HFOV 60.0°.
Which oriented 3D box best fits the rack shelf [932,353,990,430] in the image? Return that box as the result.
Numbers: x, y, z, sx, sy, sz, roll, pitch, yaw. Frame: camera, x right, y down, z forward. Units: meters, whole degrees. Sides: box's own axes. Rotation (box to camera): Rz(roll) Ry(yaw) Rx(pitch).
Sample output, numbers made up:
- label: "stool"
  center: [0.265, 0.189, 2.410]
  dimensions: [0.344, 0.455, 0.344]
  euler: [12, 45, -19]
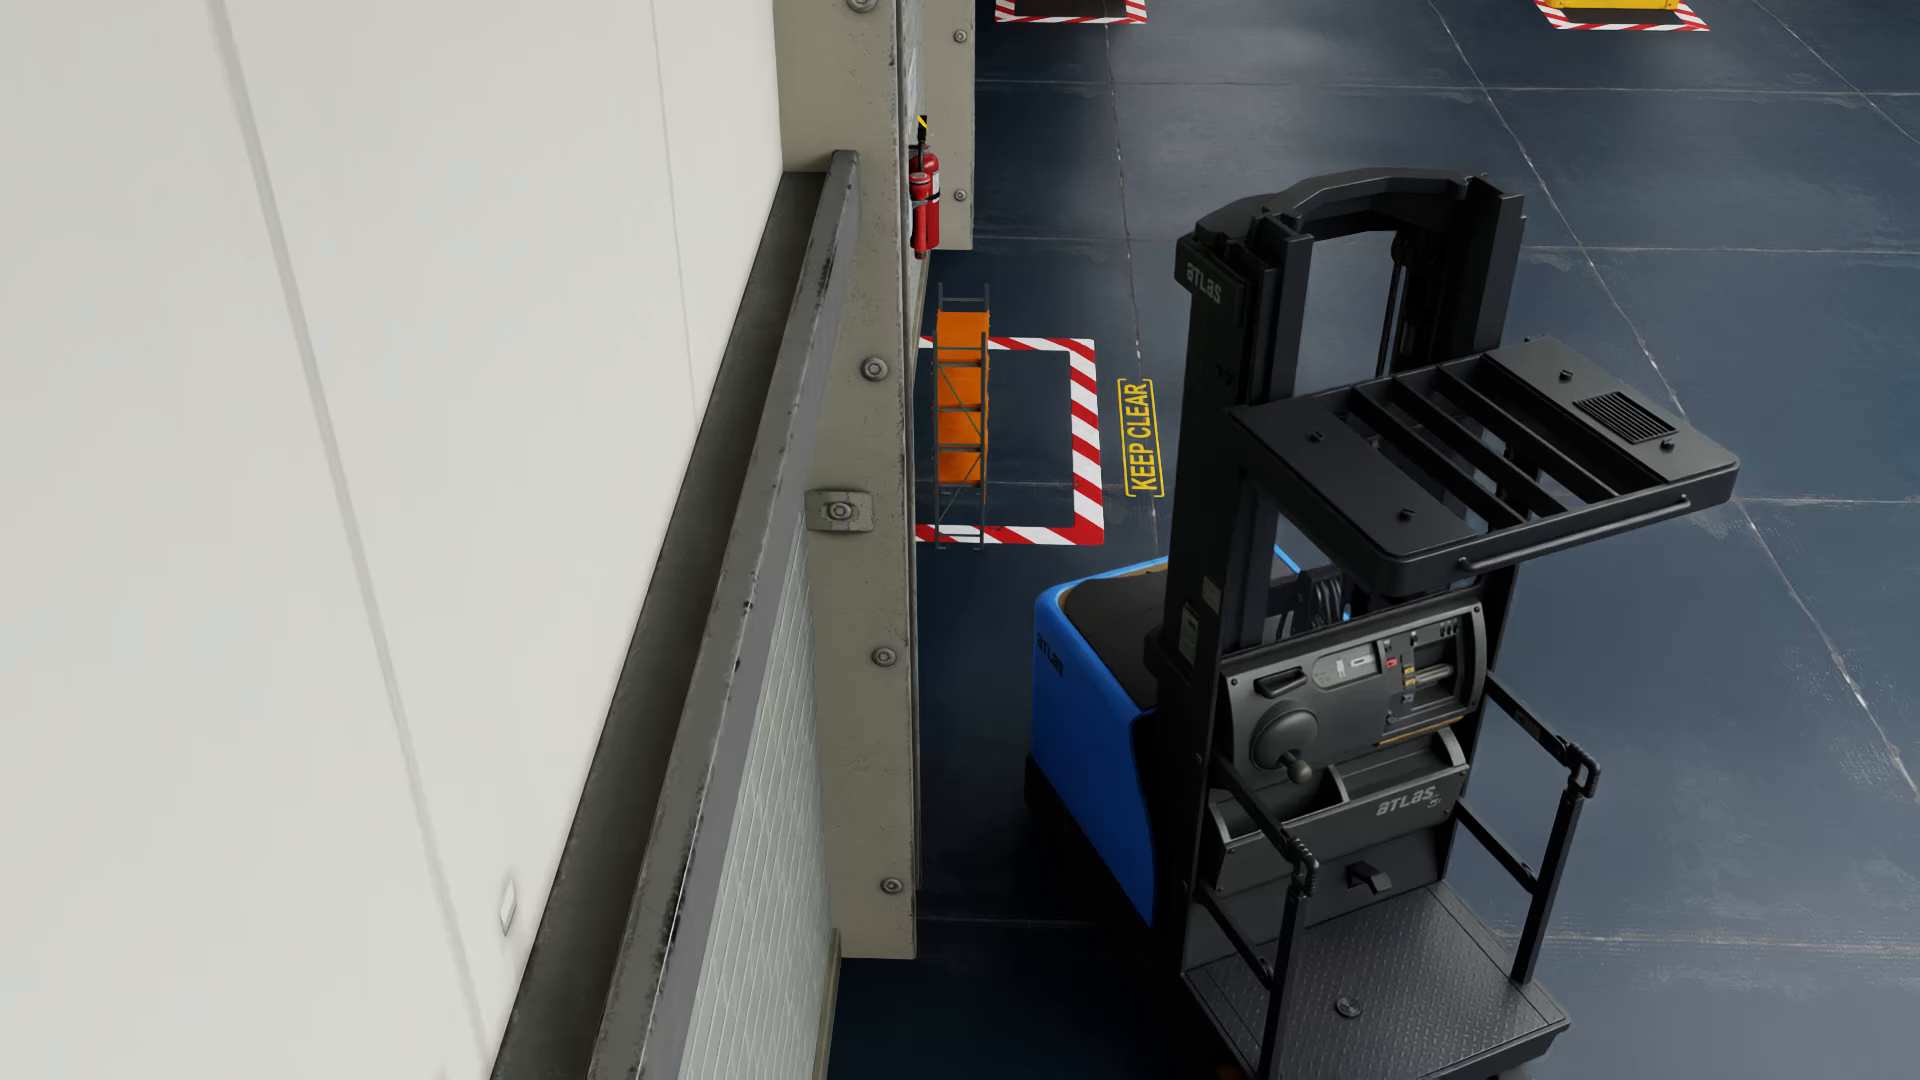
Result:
- label: "rack shelf"
  center: [0.007, -0.714, 7.950]
  dimensions: [0.258, 0.148, 0.480]
  euler: [1, 35, 2]

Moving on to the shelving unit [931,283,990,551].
- label: "shelving unit"
  center: [0.007, -0.586, 8.040]
  dimensions: [0.258, 1.200, 0.503]
  euler: [1, 35, 2]

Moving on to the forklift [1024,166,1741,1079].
- label: "forklift"
  center: [1.311, 0.529, 4.948]
  dimensions: [1.130, 2.935, 3.031]
  euler: [-14, 37, -19]

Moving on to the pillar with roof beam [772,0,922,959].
- label: "pillar with roof beam"
  center: [3.993, -2.169, 3.510]
  dimensions: [9.100, 9.000, 0.400]
  euler: [1, 35, 2]

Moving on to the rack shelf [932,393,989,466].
- label: "rack shelf"
  center: [0.007, -0.531, 8.079]
  dimensions: [0.258, 0.148, 0.480]
  euler: [1, 35, 2]

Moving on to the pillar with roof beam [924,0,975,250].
- label: "pillar with roof beam"
  center: [4.234, -5.616, 8.415]
  dimensions: [9.100, 9.000, 0.400]
  euler: [1, 35, 2]

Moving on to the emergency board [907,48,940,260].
- label: "emergency board"
  center: [-0.205, -1.842, 8.263]
  dimensions: [0.194, 1.169, 0.643]
  euler: [1, 35, 2]

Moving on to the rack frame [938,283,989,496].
- label: "rack frame"
  center: [0.016, -0.726, 8.240]
  dimensions: [0.240, 1.200, 0.015]
  euler: [1, 35, 2]

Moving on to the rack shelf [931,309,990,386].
- label: "rack shelf"
  center: [0.007, -0.907, 7.814]
  dimensions: [0.258, 0.148, 0.480]
  euler: [1, 35, 2]

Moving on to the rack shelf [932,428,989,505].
- label: "rack shelf"
  center: [0.007, -0.368, 8.193]
  dimensions: [0.258, 0.148, 0.480]
  euler: [1, 35, 2]

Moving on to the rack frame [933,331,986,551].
- label: "rack frame"
  center: [-0.003, -0.446, 7.841]
  dimensions: [0.240, 1.200, 0.015]
  euler: [1, 35, 2]

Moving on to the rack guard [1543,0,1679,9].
- label: "rack guard"
  center: [5.959, -5.138, 15.125]
  dimensions: [1.175, 0.500, 0.348]
  euler: [1, 35, 2]
